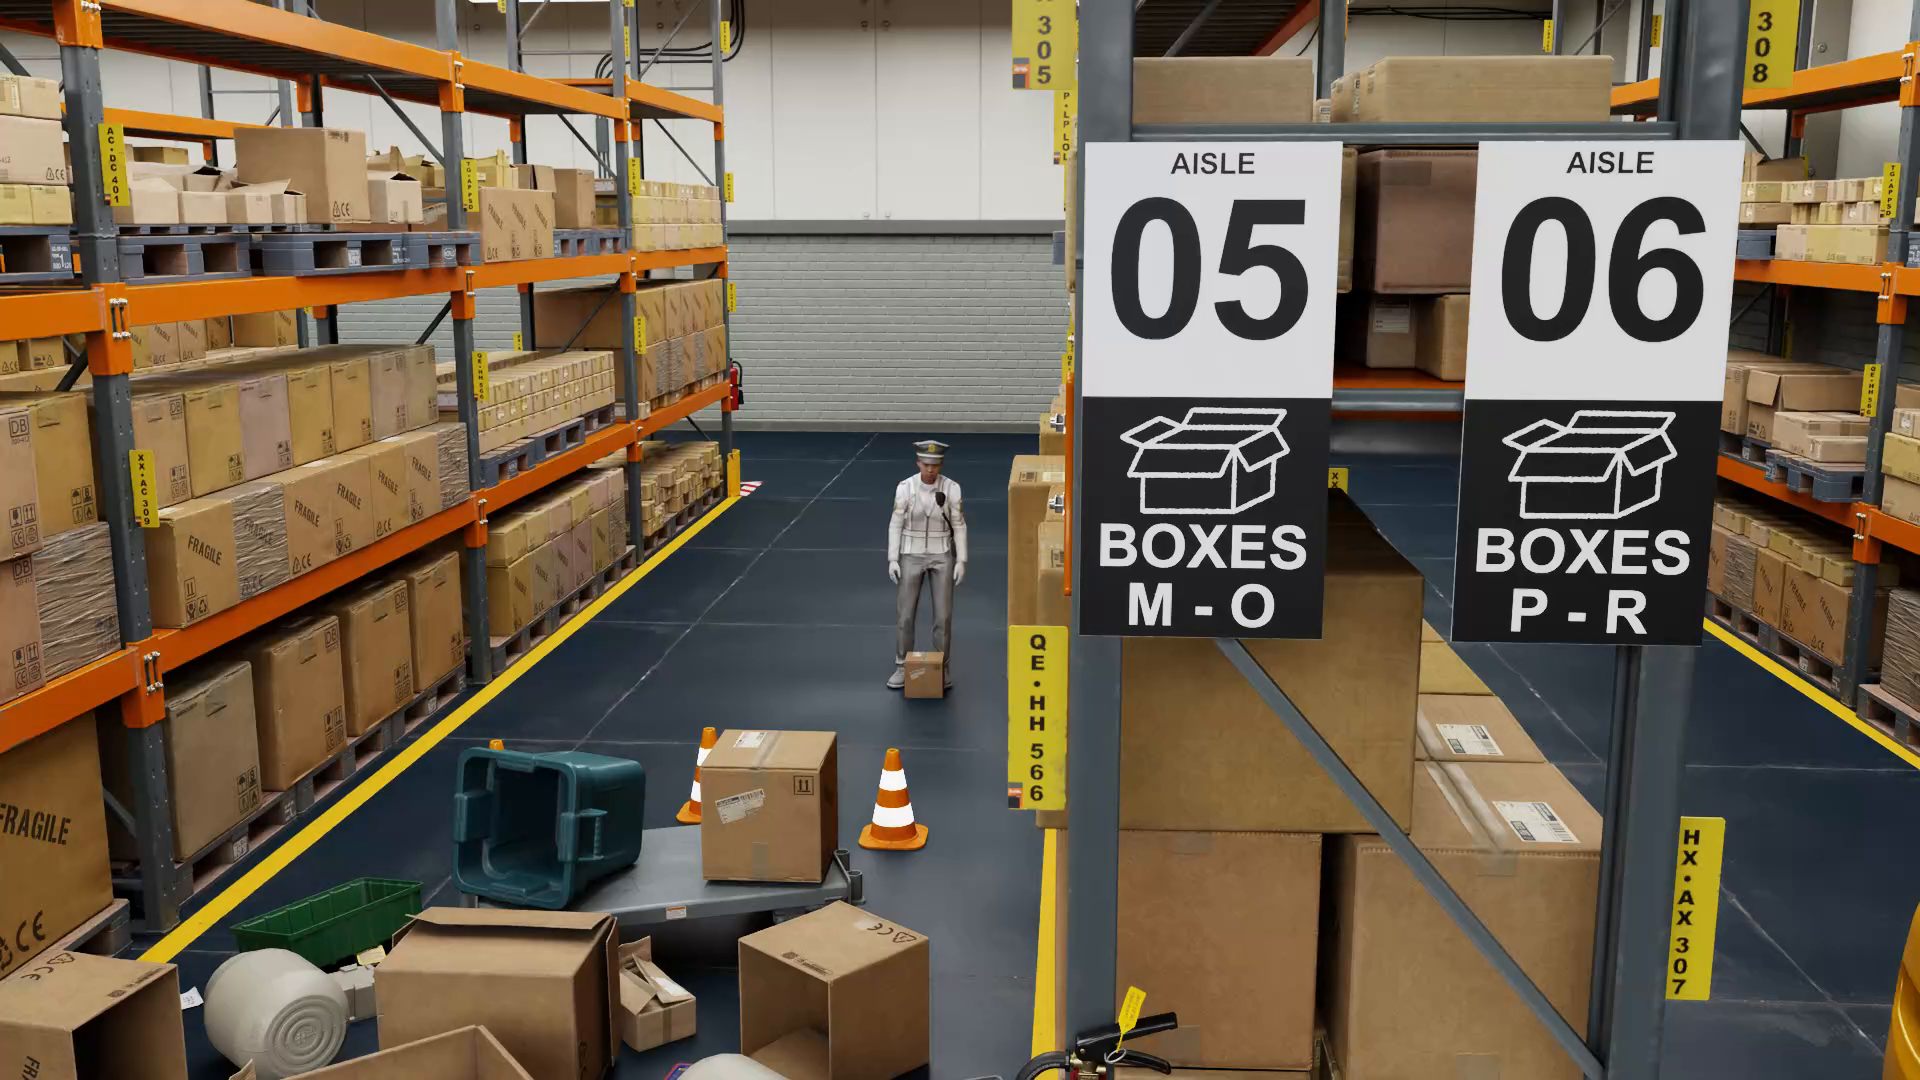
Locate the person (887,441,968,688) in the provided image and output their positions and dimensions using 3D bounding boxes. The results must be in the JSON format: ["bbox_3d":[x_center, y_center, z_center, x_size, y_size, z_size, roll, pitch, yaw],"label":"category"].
[{"bbox_3d":[-0.219,0.154,11.117,0.542,1.662,0.375,0,11,0],"label":"person"}]
